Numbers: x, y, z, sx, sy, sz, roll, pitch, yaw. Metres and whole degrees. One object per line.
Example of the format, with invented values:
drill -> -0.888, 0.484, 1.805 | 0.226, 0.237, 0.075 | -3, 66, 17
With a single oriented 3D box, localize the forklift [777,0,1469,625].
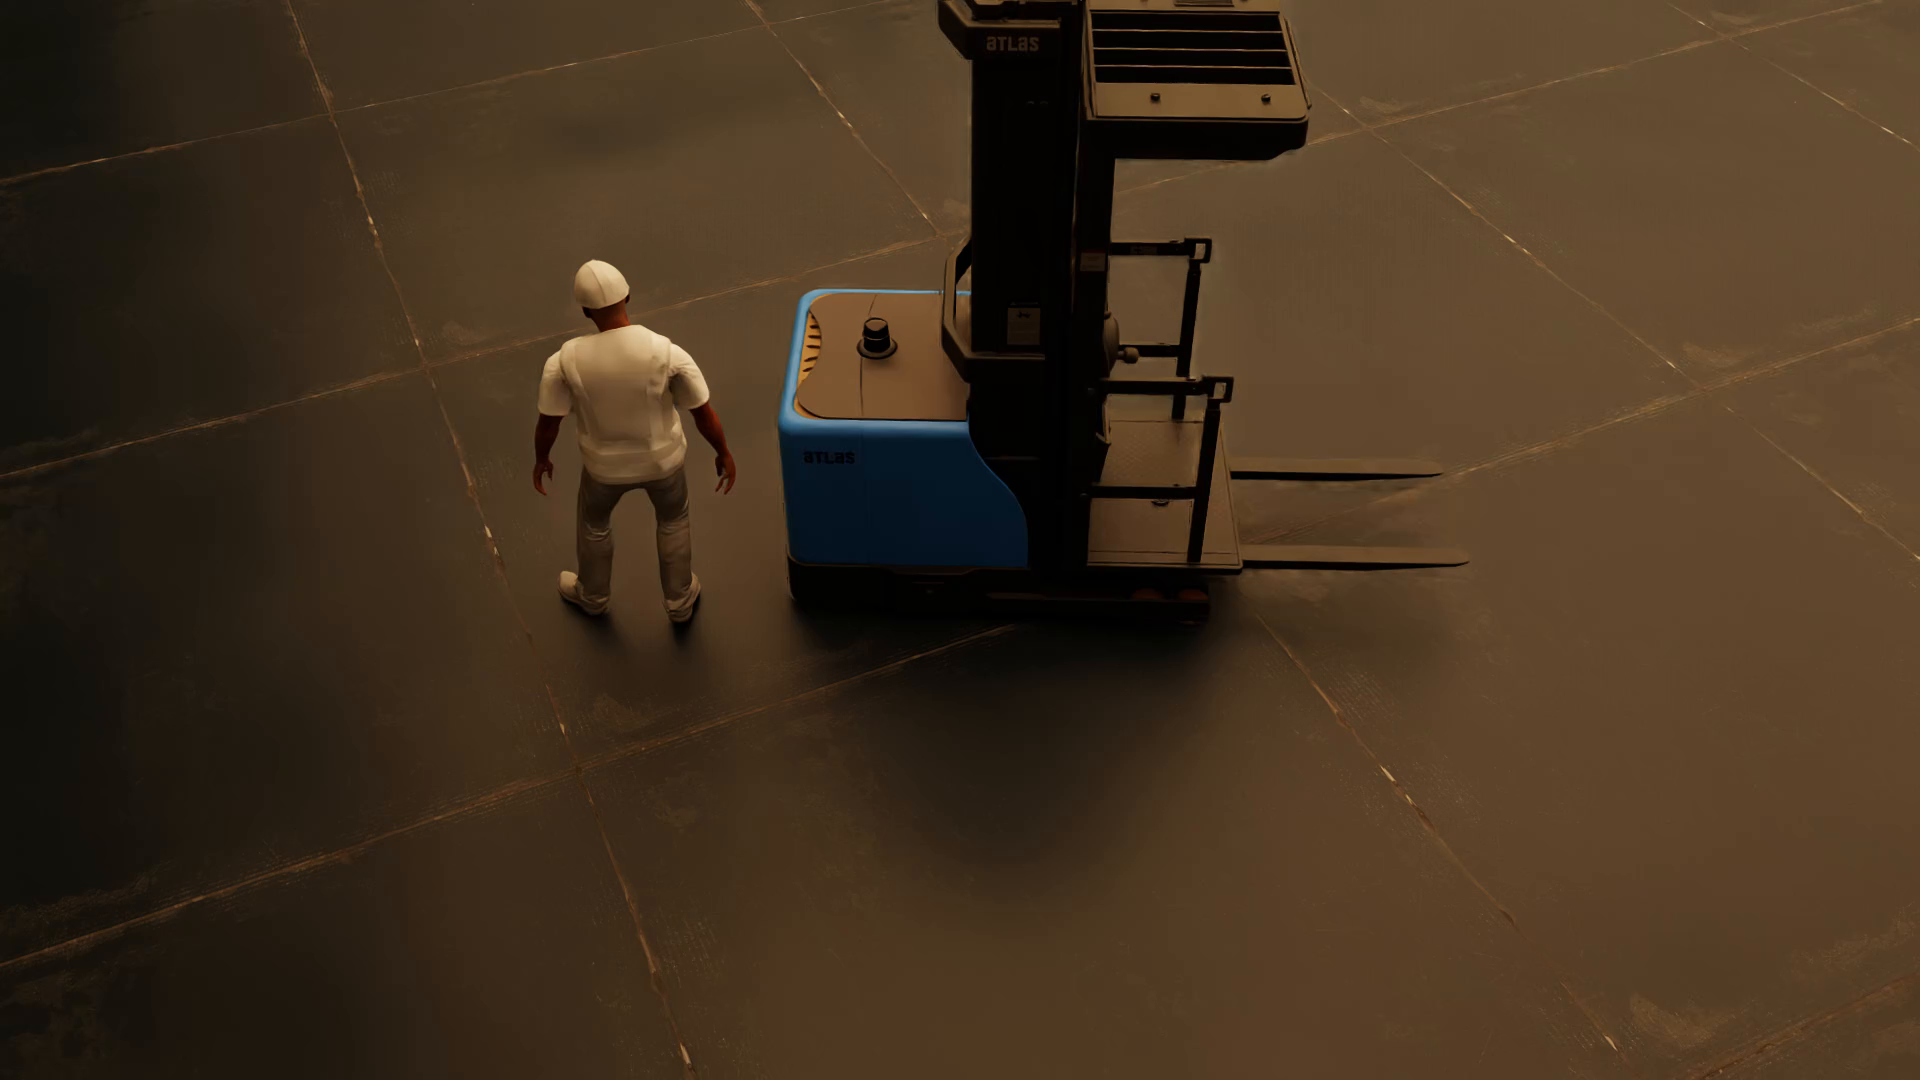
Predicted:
forklift -> 0.760, -1.064, 6.820 | 3.031, 2.935, 1.130 | 1, 43, 1

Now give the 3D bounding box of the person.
person -> -1.378, -0.386, 6.916 | 0.866, 1.732, 0.438 | -5, 43, -6
